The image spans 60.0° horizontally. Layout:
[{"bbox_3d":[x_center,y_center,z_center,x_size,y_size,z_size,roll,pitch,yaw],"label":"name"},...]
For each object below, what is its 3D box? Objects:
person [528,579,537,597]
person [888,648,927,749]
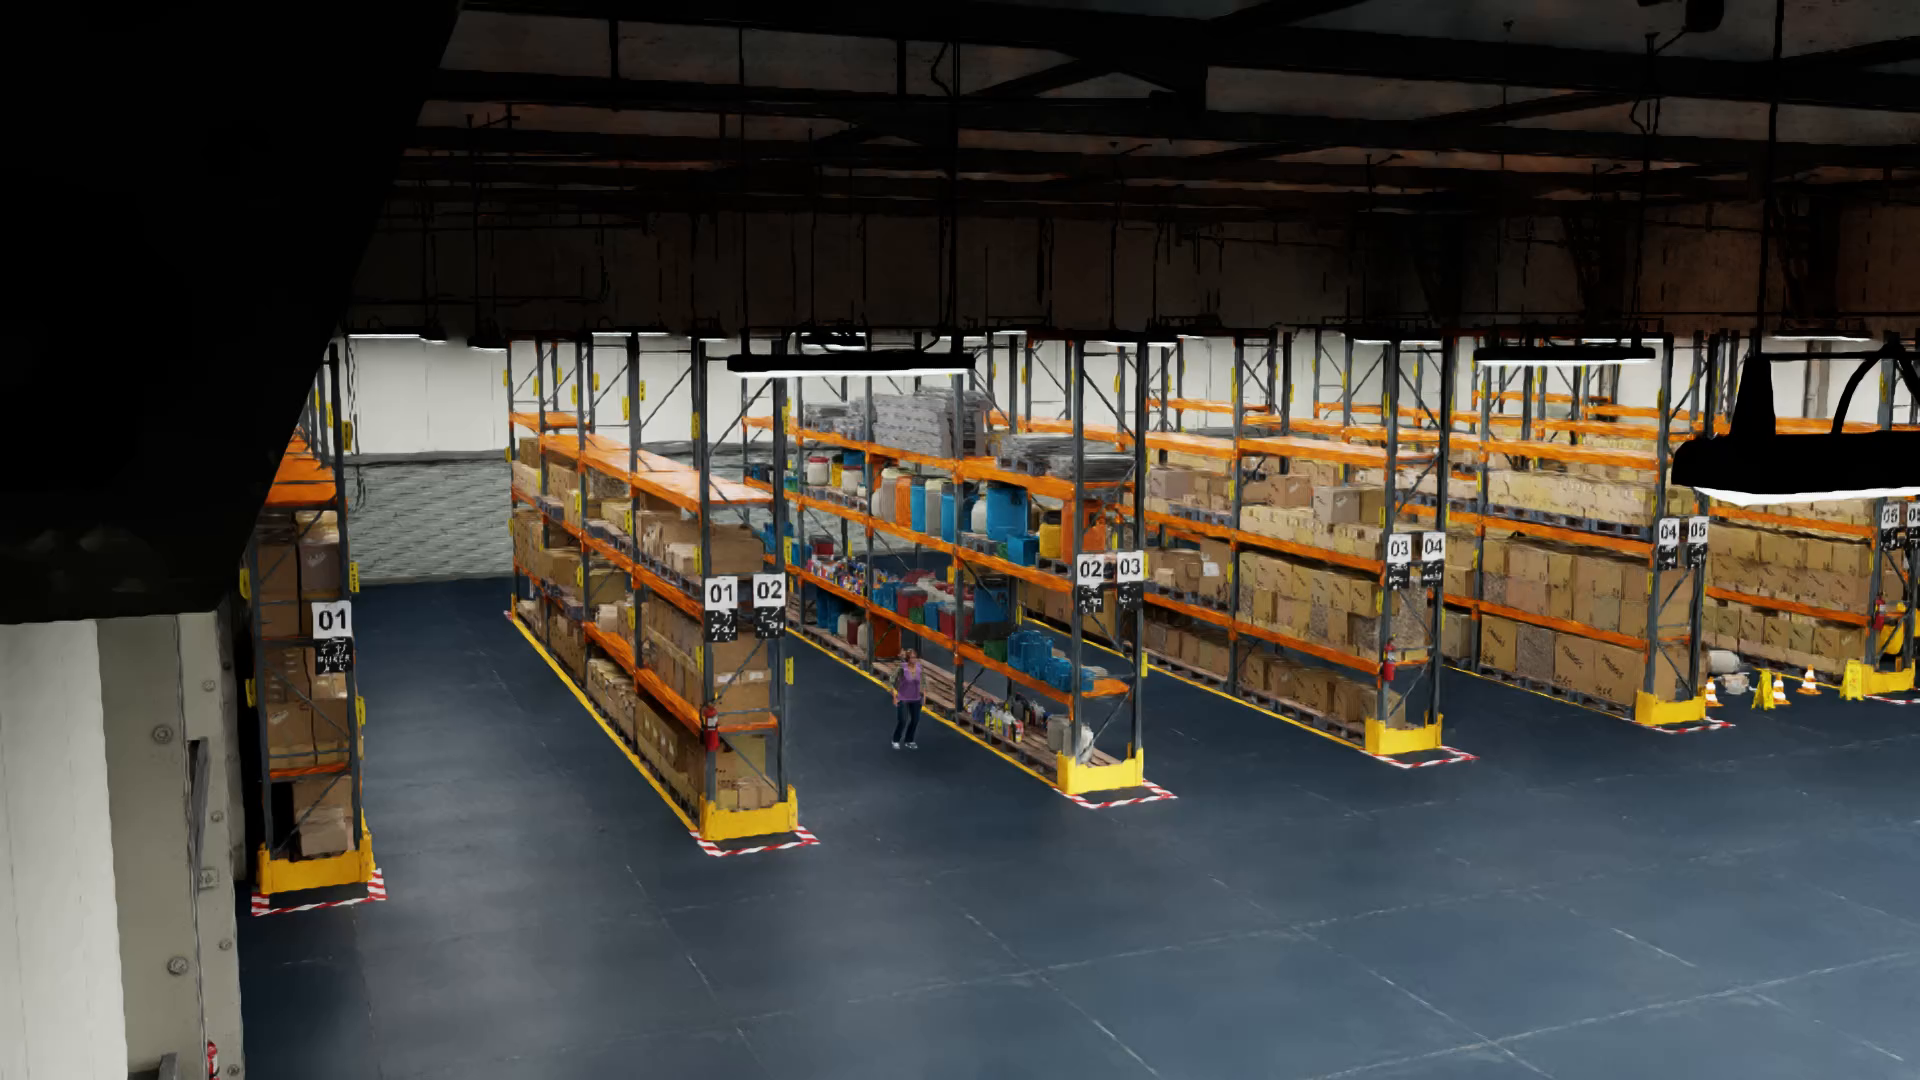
[{"bbox_3d":[-9.368,0.396,37.323,0.585,1.719,0.772,2,8,15],"label":"person"},{"bbox_3d":[-0.762,2.304,24.130,0.566,1.538,0.516,-4,9,-25],"label":"person"}]
